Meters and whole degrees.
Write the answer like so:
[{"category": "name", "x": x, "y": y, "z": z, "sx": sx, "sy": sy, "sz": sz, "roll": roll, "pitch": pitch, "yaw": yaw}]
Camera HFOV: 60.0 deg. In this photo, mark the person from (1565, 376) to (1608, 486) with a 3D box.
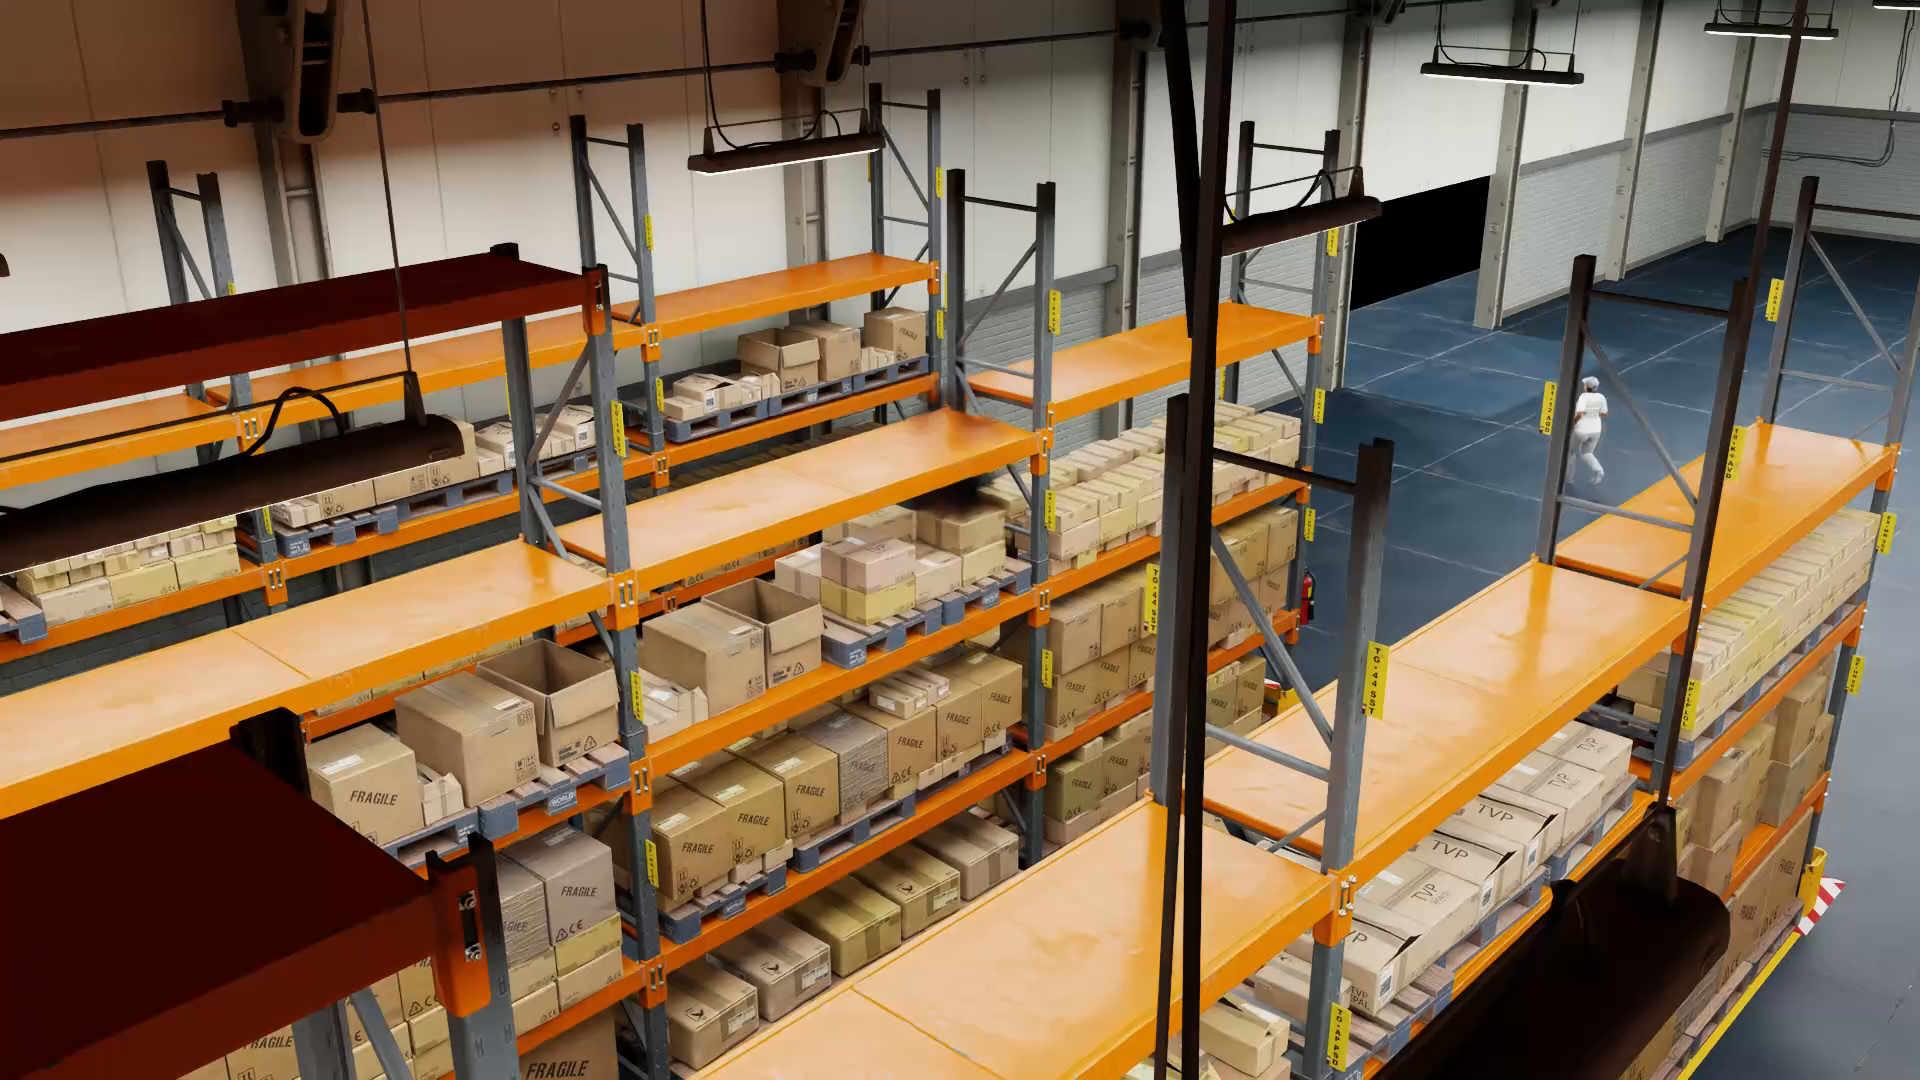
[{"category": "person", "x": 8.897, "y": -1.517, "z": 23.667, "sx": 0.607, "sy": 1.658, "sz": 0.849, "roll": -5, "pitch": 22, "yaw": -13}]
